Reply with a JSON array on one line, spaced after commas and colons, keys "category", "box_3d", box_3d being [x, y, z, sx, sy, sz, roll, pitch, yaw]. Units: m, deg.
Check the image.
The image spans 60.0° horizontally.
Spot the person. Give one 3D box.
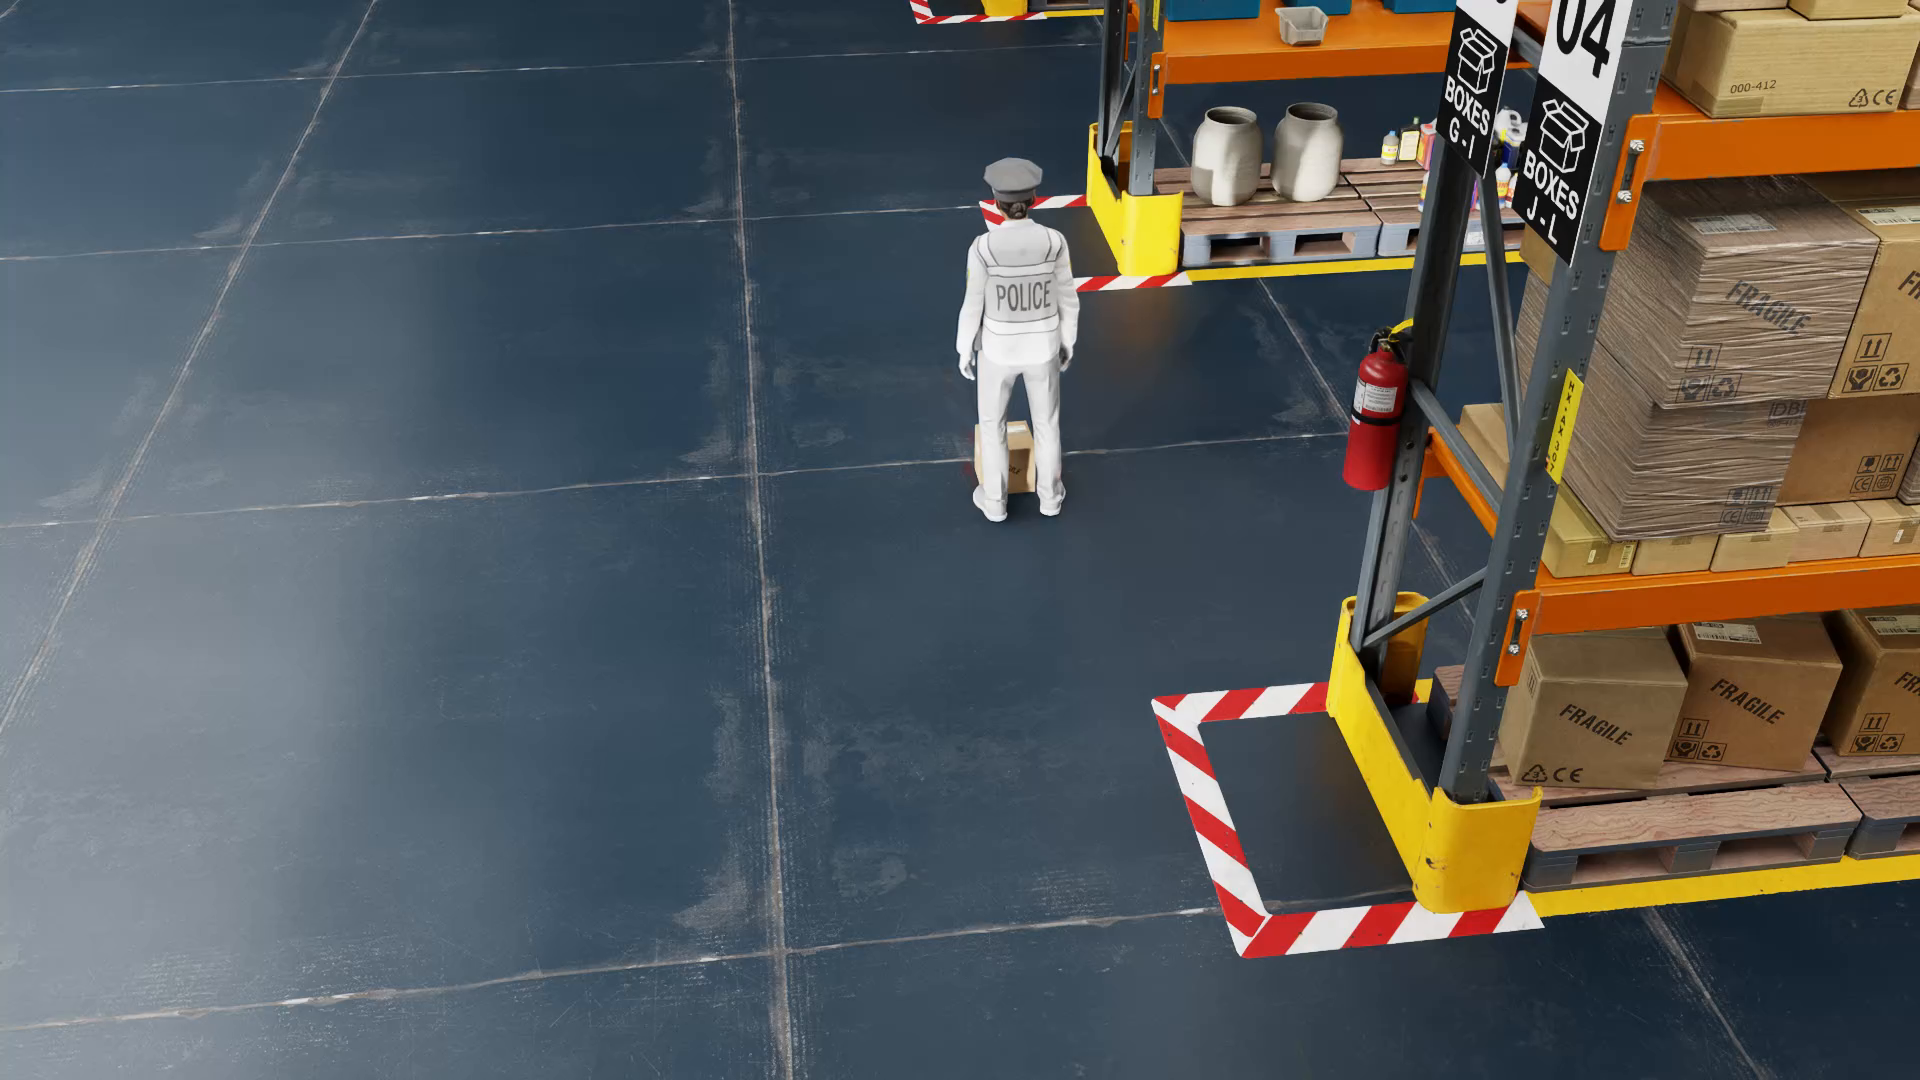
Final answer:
[{"category": "person", "box_3d": [0.252, -0.836, 7.336, 0.535, 1.663, 0.379, -5, 35, -7]}]
